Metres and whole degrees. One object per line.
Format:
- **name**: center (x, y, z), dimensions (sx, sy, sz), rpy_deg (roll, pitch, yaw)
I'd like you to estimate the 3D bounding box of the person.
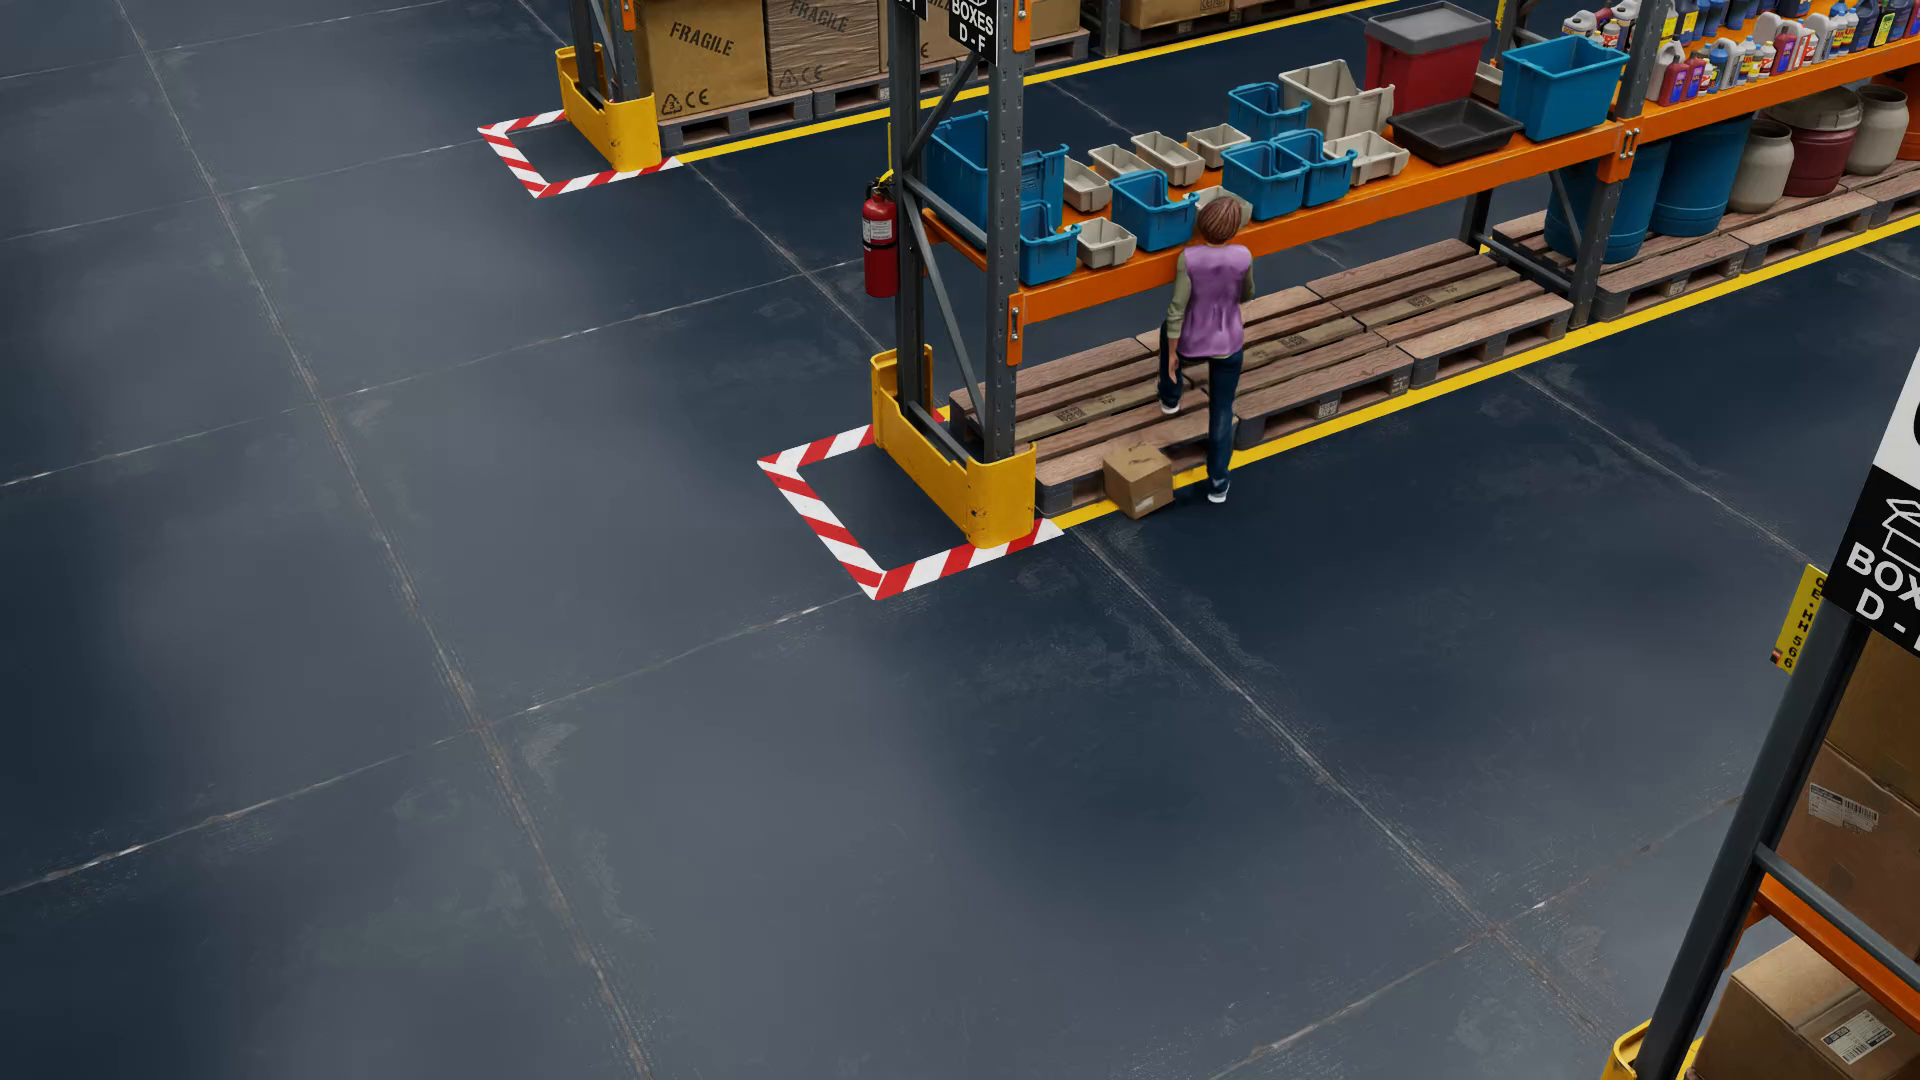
- **person**: center (1.216, -1.034, 8.268), dimensions (0.445, 1.561, 0.854), rpy_deg (1, 37, 1)
